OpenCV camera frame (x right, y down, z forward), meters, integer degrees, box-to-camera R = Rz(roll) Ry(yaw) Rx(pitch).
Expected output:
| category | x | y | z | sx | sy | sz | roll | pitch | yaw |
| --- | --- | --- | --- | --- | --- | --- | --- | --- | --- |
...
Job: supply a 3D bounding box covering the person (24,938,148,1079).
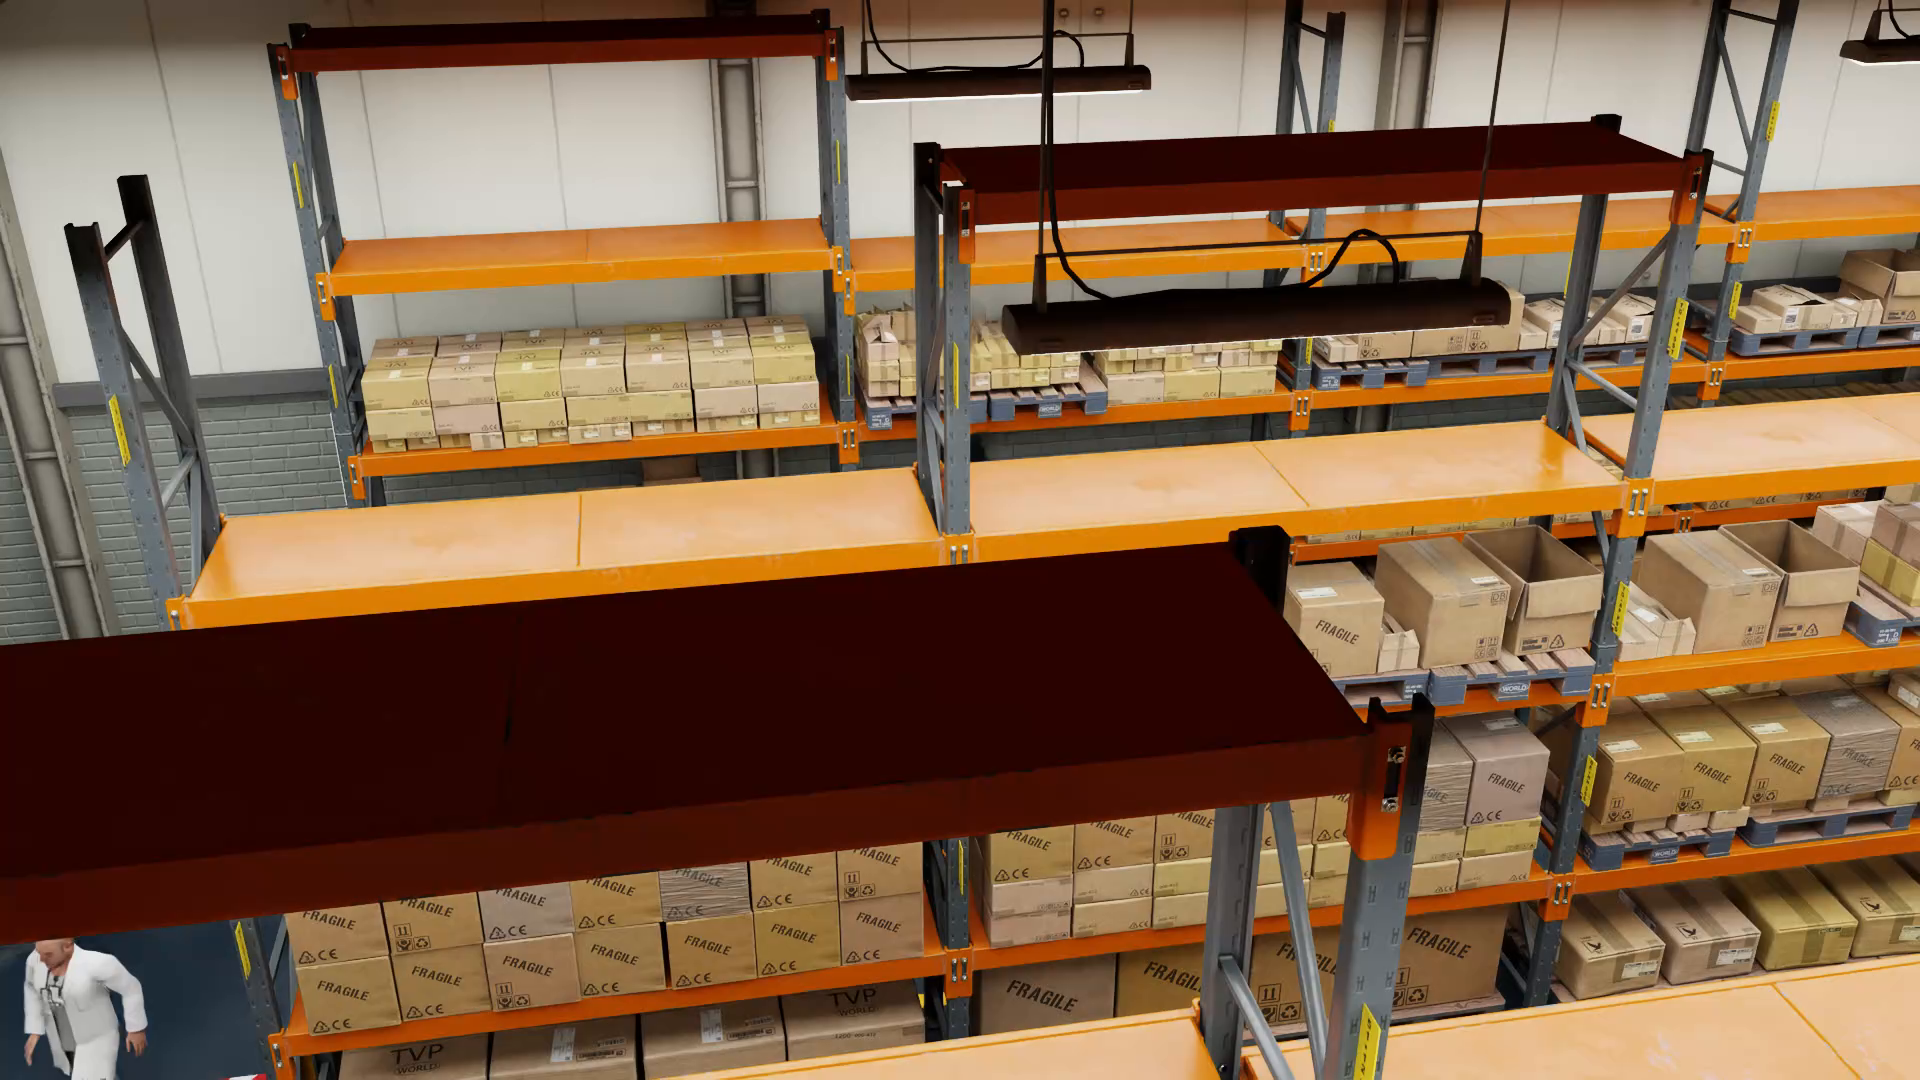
| category | x | y | z | sx | sy | sz | roll | pitch | yaw |
| --- | --- | --- | --- | --- | --- | --- | --- | --- | --- |
| person | -5.235 | 3.008 | 9.999 | 0.696 | 1.839 | 0.779 | 4 | 26 | 8 |
